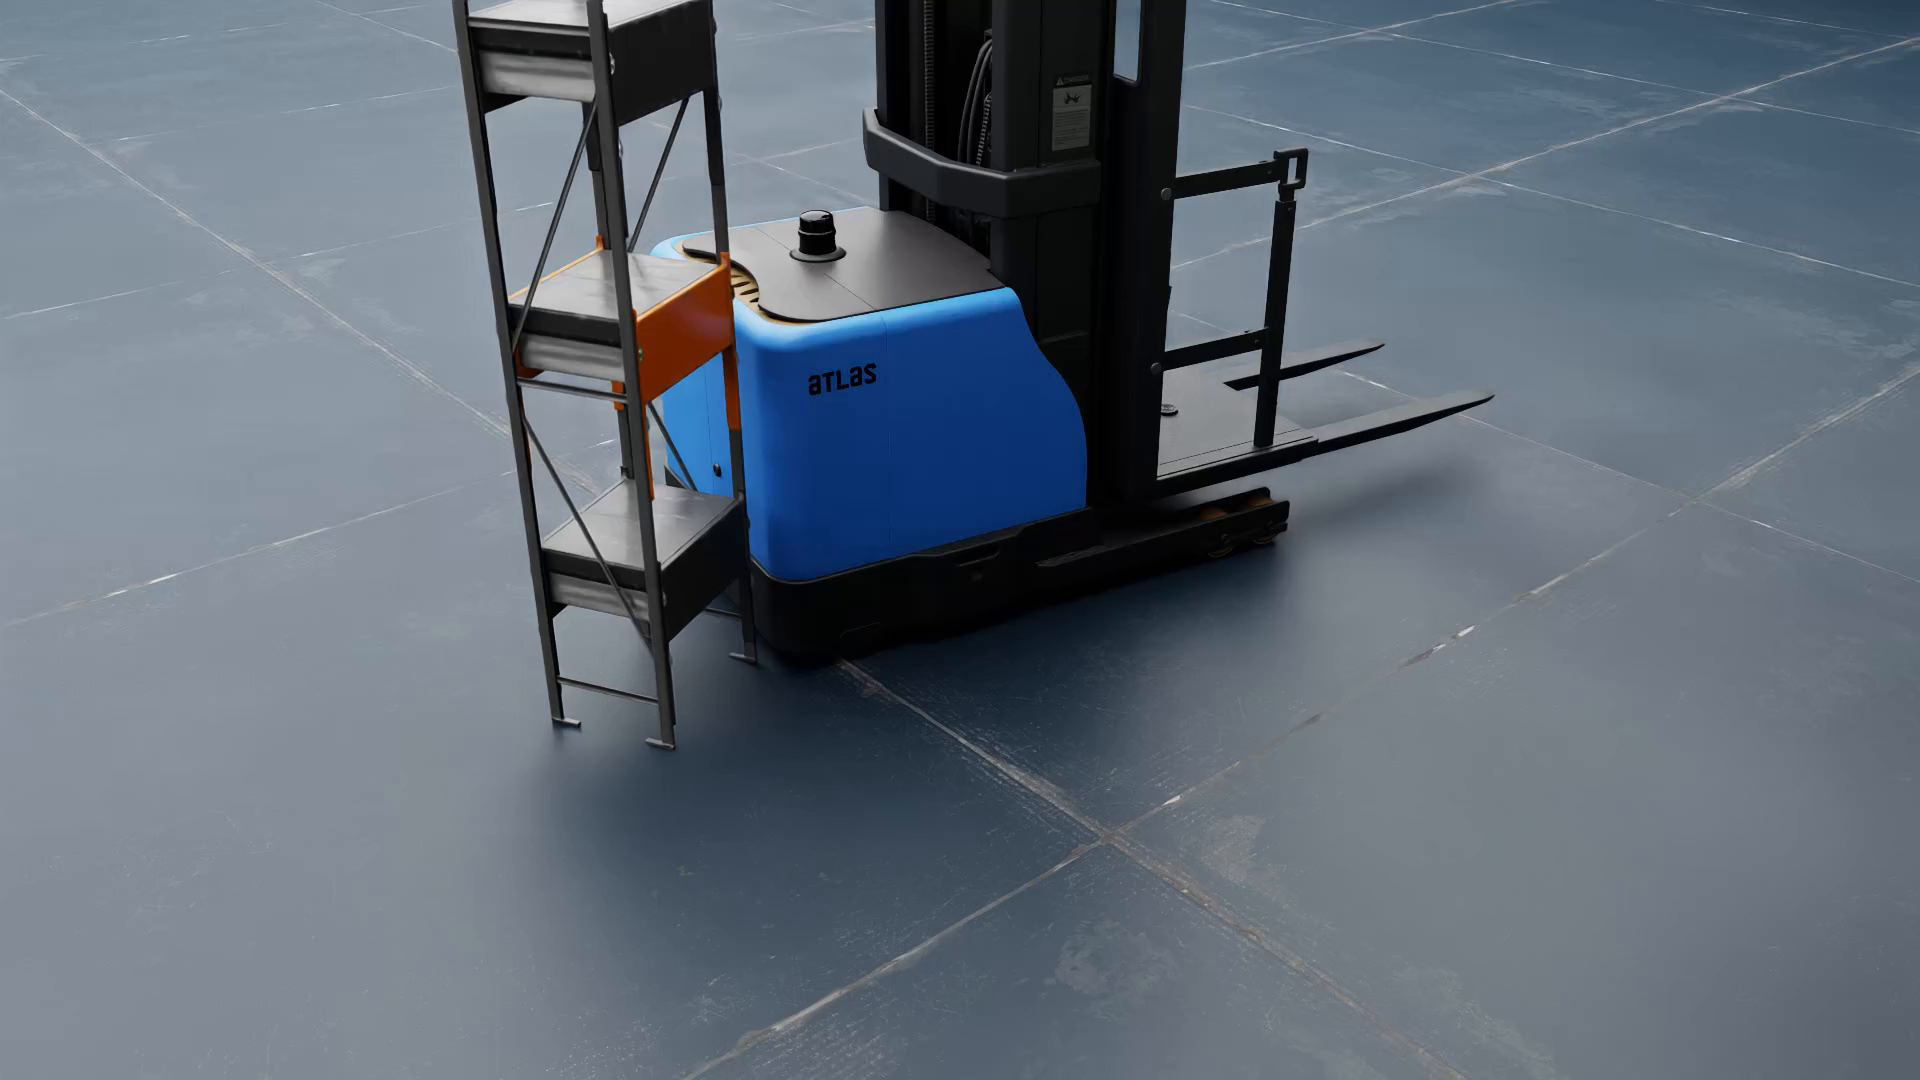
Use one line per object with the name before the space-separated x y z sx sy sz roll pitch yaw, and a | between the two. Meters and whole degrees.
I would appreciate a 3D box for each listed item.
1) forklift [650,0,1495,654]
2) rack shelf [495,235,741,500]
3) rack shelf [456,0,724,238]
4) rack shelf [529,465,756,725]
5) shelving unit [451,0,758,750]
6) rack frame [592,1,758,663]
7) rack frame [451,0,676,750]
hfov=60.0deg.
forklift | 0.546 -1.436 5.328 3.031 2.935 1.130 -15 31 -25
rack shelf | -0.895 -0.471 4.431 0.431 0.518 0.480 11 30 19
rack shelf | -0.895 -1.088 4.102 0.431 0.518 0.480 11 30 19
rack shelf | -0.895 0.147 4.761 0.431 0.518 0.480 11 30 19
shelving unit | -0.895 -0.483 4.425 0.431 2.100 0.503 11 30 19
rack frame | -0.805 -0.590 4.625 0.400 2.100 0.015 11 30 19
rack frame | -0.985 -0.376 4.225 0.400 2.100 0.015 11 30 19
